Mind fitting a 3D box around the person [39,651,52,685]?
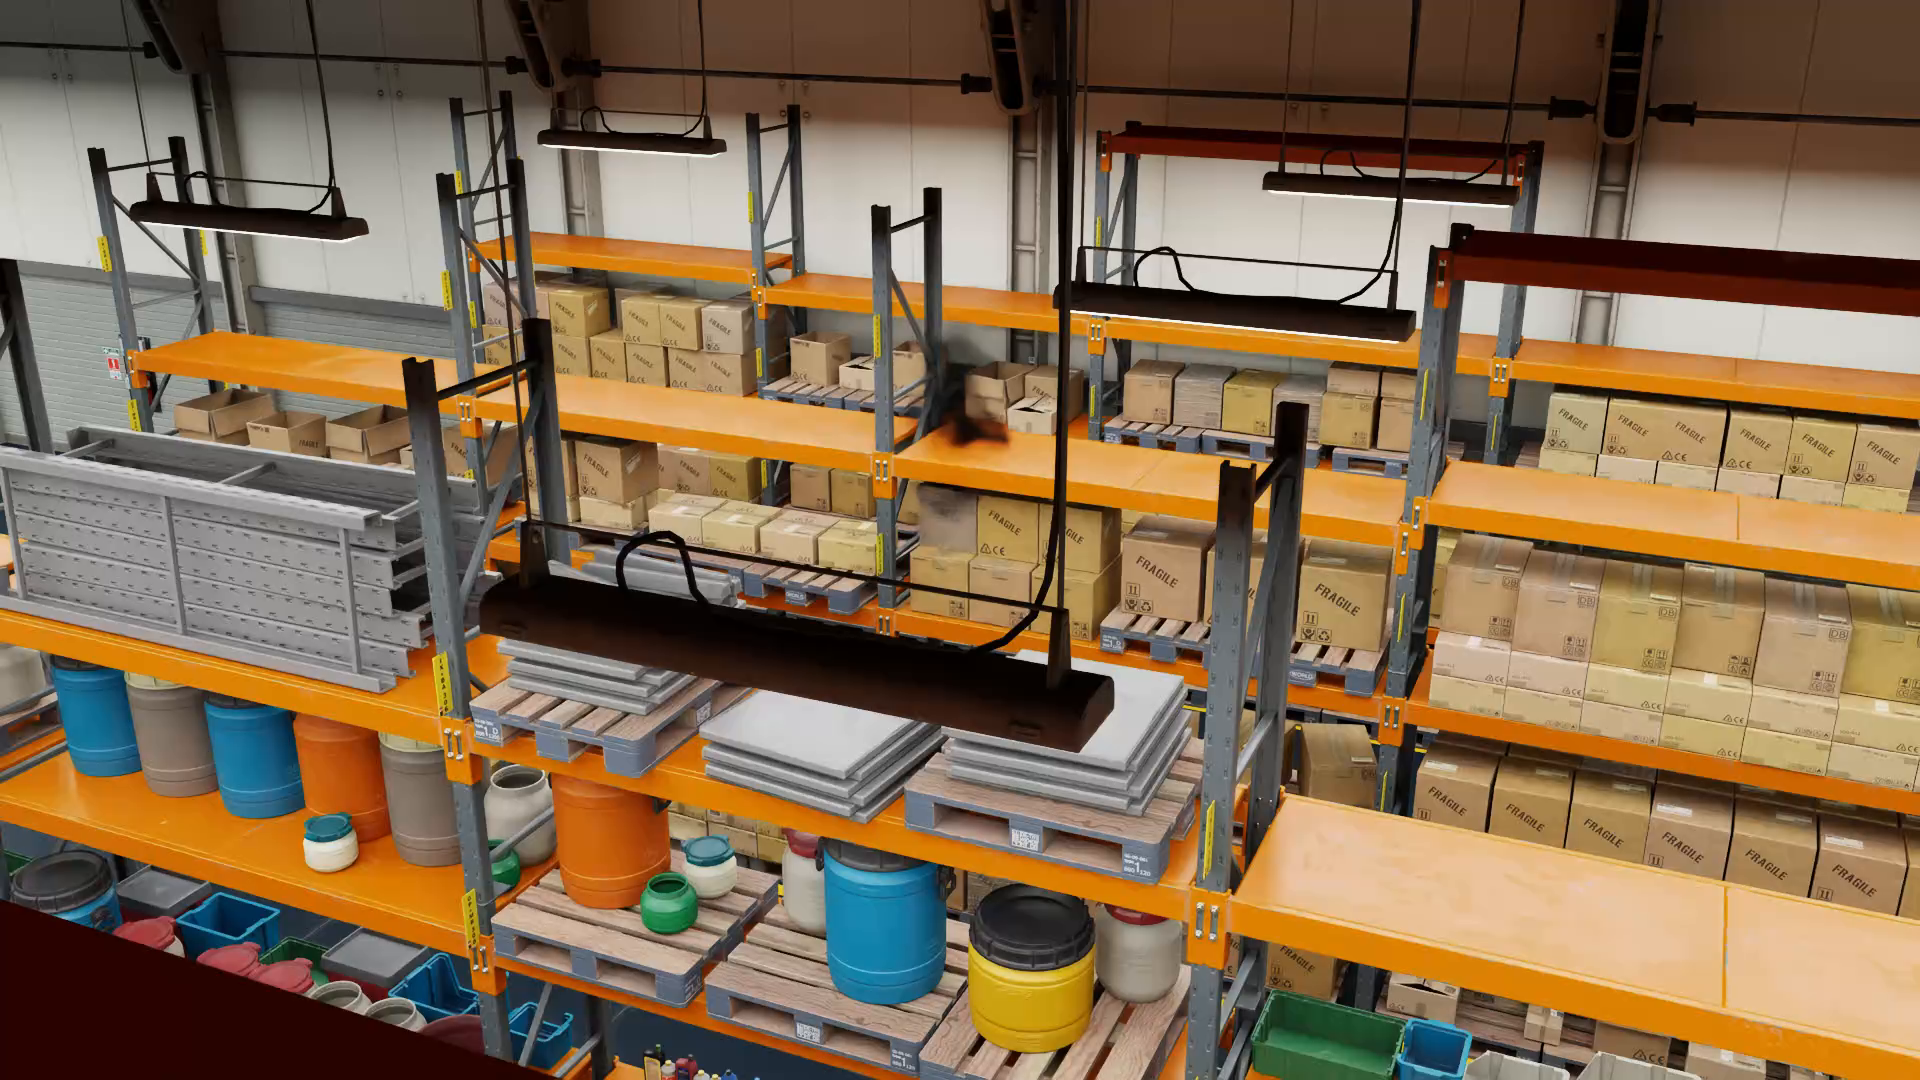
[{"bbox_3d":[-9.576,0.993,17.560,0.812,1.799,0.669,-14,24,-32],"label":"person"}]
